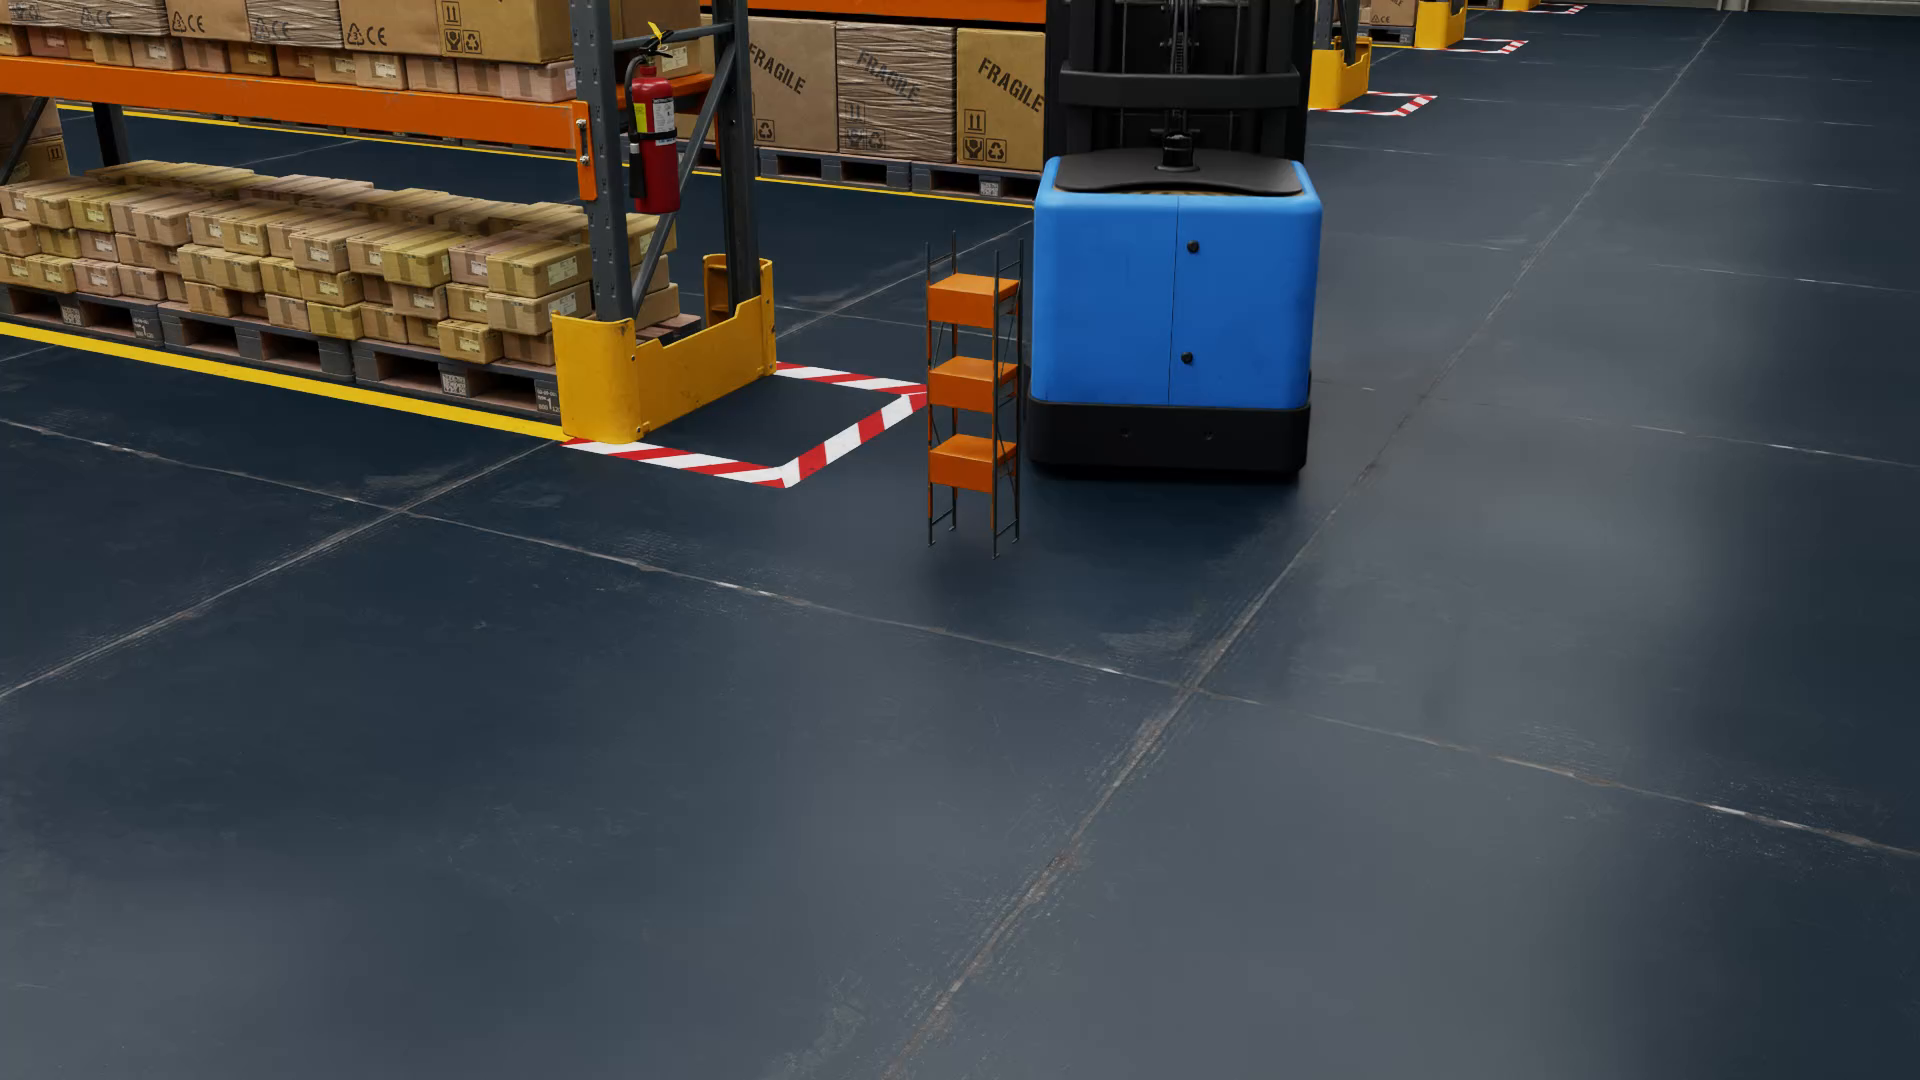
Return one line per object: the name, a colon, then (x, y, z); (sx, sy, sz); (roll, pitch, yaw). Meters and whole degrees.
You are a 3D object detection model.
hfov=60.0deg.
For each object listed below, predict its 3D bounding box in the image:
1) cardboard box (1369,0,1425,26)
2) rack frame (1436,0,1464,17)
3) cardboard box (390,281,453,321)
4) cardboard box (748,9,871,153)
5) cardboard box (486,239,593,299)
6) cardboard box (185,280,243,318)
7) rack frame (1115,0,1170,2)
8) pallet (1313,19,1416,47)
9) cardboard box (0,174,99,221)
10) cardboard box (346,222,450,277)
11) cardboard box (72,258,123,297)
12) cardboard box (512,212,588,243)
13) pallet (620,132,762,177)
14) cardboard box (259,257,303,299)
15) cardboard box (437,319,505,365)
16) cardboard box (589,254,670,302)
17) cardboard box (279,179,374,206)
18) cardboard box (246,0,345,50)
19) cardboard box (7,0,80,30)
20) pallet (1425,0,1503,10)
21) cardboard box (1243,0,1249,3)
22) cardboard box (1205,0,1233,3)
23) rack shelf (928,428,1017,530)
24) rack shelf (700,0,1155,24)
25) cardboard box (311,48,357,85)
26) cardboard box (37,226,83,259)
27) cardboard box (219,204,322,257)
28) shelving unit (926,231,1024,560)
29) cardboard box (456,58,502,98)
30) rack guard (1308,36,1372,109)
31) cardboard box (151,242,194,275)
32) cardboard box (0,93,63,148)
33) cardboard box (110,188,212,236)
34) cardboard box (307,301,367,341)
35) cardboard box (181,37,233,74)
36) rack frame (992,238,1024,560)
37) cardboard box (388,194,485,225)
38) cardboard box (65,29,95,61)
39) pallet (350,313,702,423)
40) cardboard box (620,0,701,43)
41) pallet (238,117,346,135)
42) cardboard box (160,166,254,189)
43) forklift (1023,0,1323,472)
cardboard box: (5.045, -6.209, 19.148); (0.500, 0.500, 0.500); (11, 25, 25)
rack frame: (5.642, -7.147, 18.722); (0.127, 3.000, 1.000); (11, 25, 25)
cardboard box: (-2.224, -1.076, 7.173); (0.250, 0.149, 0.380); (10, 25, 22)
cardboard box: (-1.045, -3.306, 11.869); (0.875, 0.875, 0.875); (11, 25, 25)
cardboard box: (-1.746, -1.133, 6.927); (0.250, 0.149, 0.380); (12, 26, 25)
cardboard box: (-3.373, -1.169, 7.773); (0.250, 0.149, 0.380); (10, 25, 23)
rack frame: (1.169, -3.687, 10.588); (0.127, 3.000, 1.000); (11, 25, 25)
pallet: (4.862, -6.017, 19.629); (1.213, 0.211, 1.003); (11, 25, 25)
cardboard box: (-4.515, -1.701, 8.263); (0.250, 0.149, 0.380); (12, 26, 27)
cardboard box: (-2.435, -1.267, 7.242); (0.250, 0.149, 0.380); (10, 25, 22)
cardboard box: (-4.066, -1.311, 8.107); (0.250, 0.149, 0.380); (11, 25, 24)
cardboard box: (-1.774, -1.346, 7.428); (0.250, 0.149, 0.380); (12, 26, 25)
pallet: (-1.758, -2.949, 12.414); (1.213, 0.211, 1.003); (11, 25, 25)
cardboard box: (-2.912, -1.215, 7.499); (0.250, 0.149, 0.380); (13, 26, 27)
cardboard box: (-1.998, -0.884, 7.103); (0.250, 0.149, 0.380); (12, 26, 26)
cardboard box: (-1.511, -1.173, 7.402); (0.250, 0.149, 0.380); (12, 26, 27)
cardboard box: (-3.097, -1.658, 8.161); (0.250, 0.149, 0.380); (10, 25, 23)
cardboard box: (-2.591, -2.324, 6.875); (0.500, 0.500, 0.500); (11, 26, 25)
cardboard box: (-3.956, -2.602, 7.527); (0.500, 0.500, 0.500); (11, 25, 25)
pallet: (7.125, -7.708, 23.605); (1.213, 0.211, 1.003); (11, 25, 25)
cardboard box: (3.751, -6.577, 20.009); (0.637, 0.503, 0.797); (11, 25, 25)
cardboard box: (3.126, -6.453, 20.148); (0.250, 0.166, 0.380); (11, 25, 25)
rack shelf: (0.048, -0.208, 5.635); (0.240, 0.259, 0.215); (11, 25, 25)
rack shelf: (-0.616, -3.710, 11.559); (4.000, 0.370, 1.077); (11, 25, 25)
cardboard box: (-2.474, -2.006, 6.955); (0.250, 0.149, 0.380); (10, 25, 22)
cardboard box: (-4.284, -1.508, 8.190); (0.250, 0.149, 0.380); (11, 26, 25)
cardboard box: (-3.132, -1.416, 7.594); (0.250, 0.149, 0.380); (11, 26, 25)
shelving unit: (0.048, -0.474, 5.522); (0.252, 1.050, 0.215); (11, 25, 25)
cardboard box: (-1.783, -1.873, 6.643); (0.250, 0.149, 0.380); (11, 25, 24)
rack guard: (3.431, -4.267, 15.145); (0.348, 0.500, 1.175); (11, 25, 25)
cardboard box: (-3.576, -1.373, 7.871); (0.250, 0.149, 0.380); (12, 26, 27)
cardboard box: (-5.269, -2.290, 9.001); (0.500, 0.250, 0.500); (10, 25, 22)
cardboard box: (-3.805, -1.566, 7.946); (0.250, 0.149, 0.380); (10, 25, 23)
cardboard box: (-2.678, -1.023, 7.430); (0.250, 0.149, 0.380); (10, 25, 22)
cardboard box: (-3.167, -2.153, 7.300); (0.250, 0.149, 0.380); (12, 26, 27)
rack frame: (0.157, -0.452, 5.472); (0.008, 1.050, 0.200); (11, 25, 25)
cardboard box: (-2.443, -1.502, 7.796); (0.250, 0.149, 0.380); (12, 26, 27)
cardboard box: (-3.858, -2.301, 7.649); (0.250, 0.149, 0.380); (10, 25, 22)
pallet: (-1.936, -0.859, 7.500); (1.213, 0.211, 1.003); (11, 25, 25)
cardboard box: (-1.435, -2.332, 6.892); (0.500, 0.500, 0.500); (13, 26, 27)
pallet: (-5.301, -3.651, 14.066); (1.213, 0.211, 1.003); (11, 25, 25)
cardboard box: (-3.823, -1.790, 8.472); (0.250, 0.149, 0.380); (11, 25, 24)
forklift: (0.917, -2.140, 7.037); (1.130, 2.935, 3.031); (2, 23, 5)
